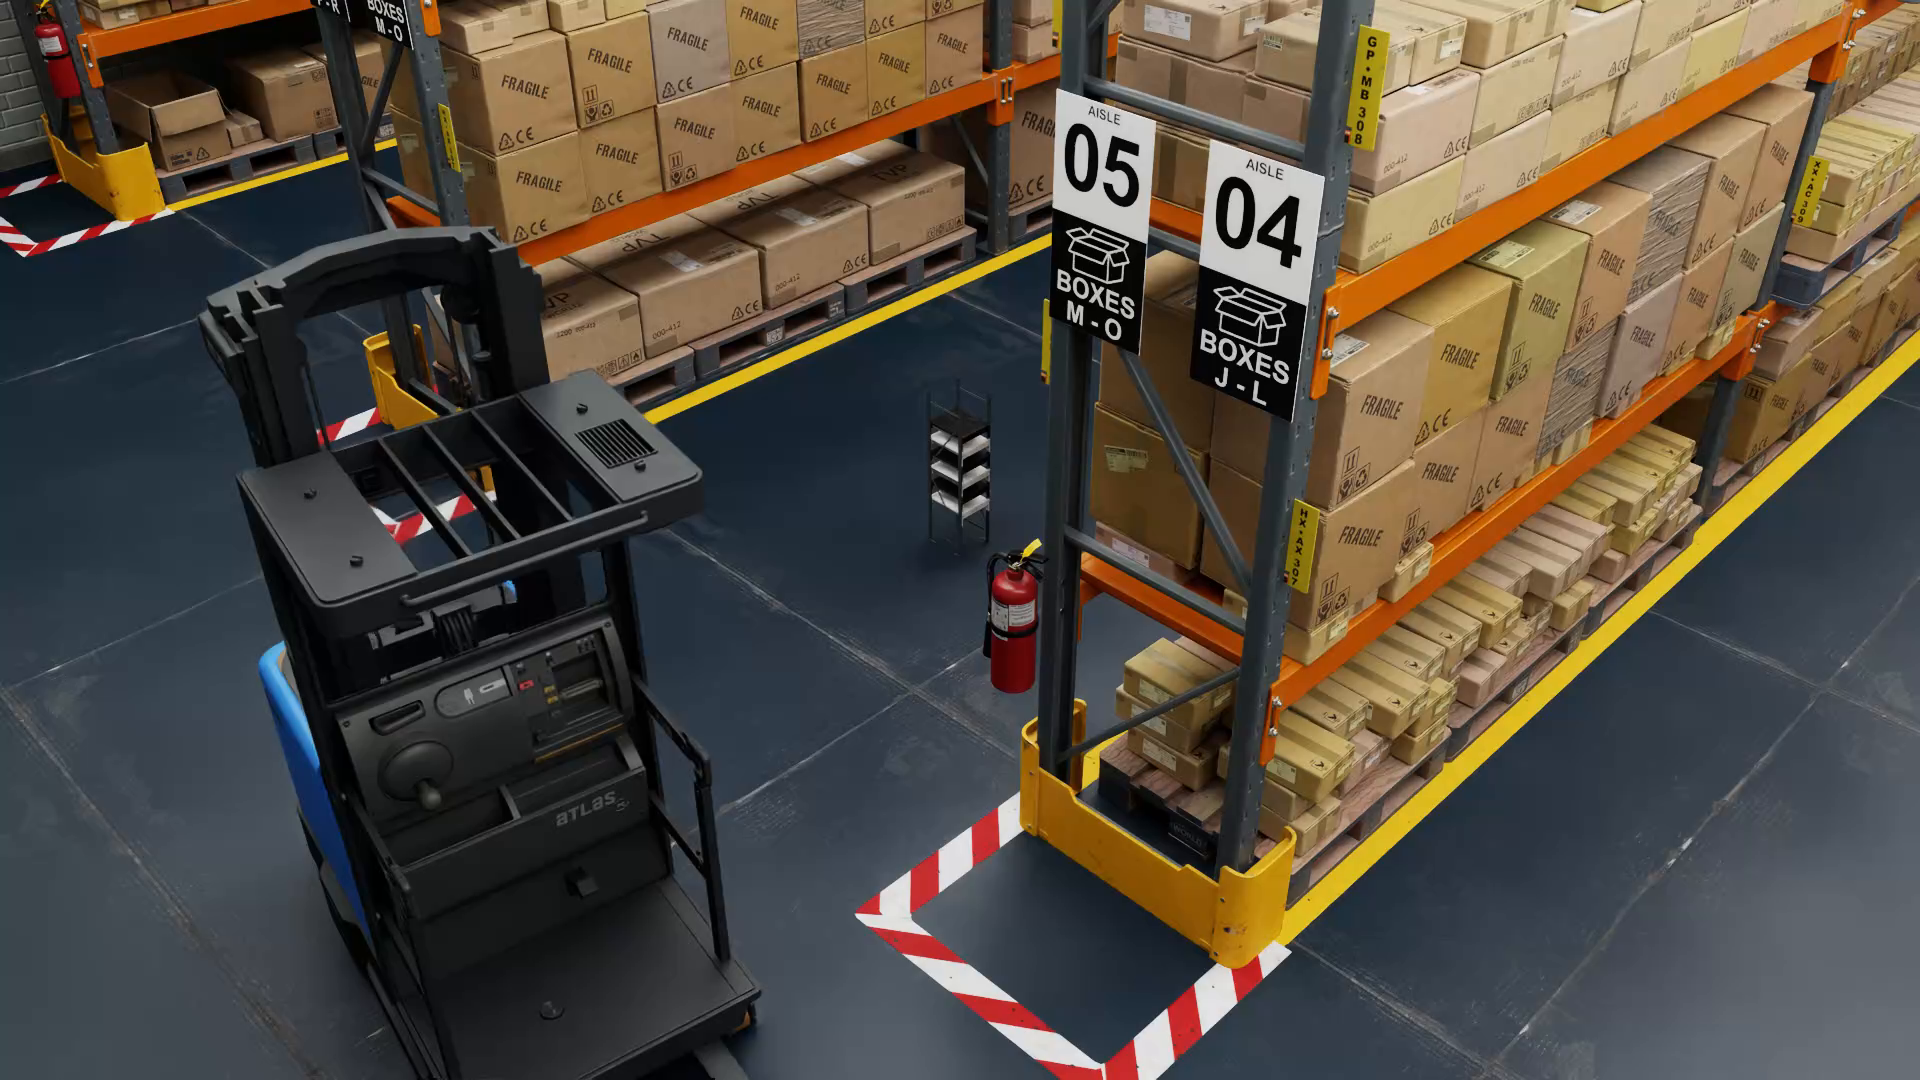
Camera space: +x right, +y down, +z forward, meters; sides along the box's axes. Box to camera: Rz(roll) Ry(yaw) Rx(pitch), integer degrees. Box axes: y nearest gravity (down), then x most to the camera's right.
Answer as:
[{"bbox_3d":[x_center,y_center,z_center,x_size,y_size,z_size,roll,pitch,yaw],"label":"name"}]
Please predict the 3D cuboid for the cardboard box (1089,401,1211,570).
[{"bbox_3d":[0.840,-0.292,6.189,0.500,0.500,0.500,-29,44,-35],"label":"cardboard box"}]

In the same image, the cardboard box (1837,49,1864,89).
[{"bbox_3d":[4.776,-2.660,9.265,0.380,0.149,0.250,29,44,35],"label":"cardboard box"}]

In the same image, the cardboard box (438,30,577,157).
[{"bbox_3d":[-2.338,-2.328,8.495,0.500,0.500,0.500,28,44,34],"label":"cardboard box"}]

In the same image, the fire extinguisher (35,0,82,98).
[{"bbox_3d":[-6.179,-3.365,11.337,0.296,0.674,0.183,30,45,35],"label":"fire extinguisher"}]

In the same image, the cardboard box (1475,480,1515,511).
[{"bbox_3d":[2.032,-0.296,6.763,0.380,0.149,0.250,29,44,34],"label":"cardboard box"}]

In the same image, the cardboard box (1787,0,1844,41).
[{"bbox_3d":[3.370,-2.327,6.964,0.500,0.250,0.500,-29,44,-35],"label":"cardboard box"}]

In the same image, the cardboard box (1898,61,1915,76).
[{"bbox_3d":[5.505,-2.840,10.044,0.250,0.149,0.380,-27,43,-33],"label":"cardboard box"}]

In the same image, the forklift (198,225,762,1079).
[{"bbox_3d":[-1.409,0.625,5.283,1.130,2.935,3.031,-22,40,-28],"label":"forklift"}]

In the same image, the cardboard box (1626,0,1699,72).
[{"bbox_3d":[2.286,-1.908,5.927,0.500,0.250,0.500,28,43,34],"label":"cardboard box"}]

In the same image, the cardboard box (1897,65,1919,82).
[{"bbox_3d":[5.226,-2.390,8.878,0.250,0.149,0.380,-28,44,-34],"label":"cardboard box"}]

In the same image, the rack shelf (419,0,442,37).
[{"bbox_3d":[-1.469,-3.544,9.207,1.077,0.370,4.000,30,45,35],"label":"rack shelf"}]

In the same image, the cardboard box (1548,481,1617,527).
[{"bbox_3d":[2.898,-0.166,7.962,0.250,0.149,0.380,-28,44,-34],"label":"cardboard box"}]

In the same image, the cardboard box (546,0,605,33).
[{"bbox_3d":[-2.033,-2.741,8.520,0.250,0.149,0.380,-28,44,-34],"label":"cardboard box"}]

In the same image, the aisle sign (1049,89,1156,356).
[{"bbox_3d":[0.441,-1.000,5.280,0.394,0.787,0.004,30,45,35],"label":"aisle sign"}]

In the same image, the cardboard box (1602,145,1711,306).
[{"bbox_3d":[2.654,-1.326,6.798,0.500,0.500,0.500,-29,44,-35],"label":"cardboard box"}]

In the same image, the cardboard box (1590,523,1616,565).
[{"bbox_3d":[2.923,-0.042,8.044,0.250,0.149,0.380,-29,44,-35],"label":"cardboard box"}]

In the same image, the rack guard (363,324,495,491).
[{"bbox_3d":[-2.895,-0.762,9.396,1.175,0.500,0.348,30,45,35],"label":"rack guard"}]

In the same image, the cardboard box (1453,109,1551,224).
[{"bbox_3d":[1.578,-1.303,5.495,0.500,0.250,0.500,-28,44,-34],"label":"cardboard box"}]

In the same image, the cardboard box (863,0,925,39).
[{"bbox_3d":[-0.560,-3.366,9.983,0.500,0.500,0.500,29,44,35],"label":"cardboard box"}]

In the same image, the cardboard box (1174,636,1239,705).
[{"bbox_3d":[1.117,0.515,6.986,0.250,0.149,0.380,-29,44,-35],"label":"cardboard box"}]

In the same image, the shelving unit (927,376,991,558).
[{"bbox_3d":[-0.006,-0.366,8.479,0.258,0.900,0.210,30,45,35],"label":"shelving unit"}]

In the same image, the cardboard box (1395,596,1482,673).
[{"bbox_3d":[2.011,0.381,7.177,0.250,0.149,0.380,-28,44,-34],"label":"cardboard box"}]

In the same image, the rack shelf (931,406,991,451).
[{"bbox_3d":[-0.006,-0.560,8.343,0.258,0.077,0.200,30,45,35],"label":"rack shelf"}]

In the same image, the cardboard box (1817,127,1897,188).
[{"bbox_3d":[4.320,-1.870,8.132,0.250,0.149,0.380,-29,44,-34],"label":"cardboard box"}]

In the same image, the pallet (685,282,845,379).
[{"bbox_3d":[-1.511,-1.502,10.710,1.003,0.211,1.213,30,45,35],"label":"pallet"}]

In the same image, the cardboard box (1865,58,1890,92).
[{"bbox_3d":[5.130,-2.742,9.643,0.380,0.149,0.250,30,45,35],"label":"cardboard box"}]

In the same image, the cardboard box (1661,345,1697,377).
[{"bbox_3d":[3.154,-0.920,7.657,0.250,0.149,0.380,-28,44,-34],"label":"cardboard box"}]

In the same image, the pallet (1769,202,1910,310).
[{"bbox_3d":[4.166,-1.639,8.637,1.003,0.211,1.213,30,45,35],"label":"pallet"}]

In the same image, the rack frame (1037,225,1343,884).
[{"bbox_3d":[0.706,0.157,5.893,1.000,3.000,0.127,30,45,35],"label":"rack frame"}]

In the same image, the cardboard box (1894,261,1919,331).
[{"bbox_3d":[5.696,-1.655,10.310,0.500,0.500,0.500,-28,44,-34],"label":"cardboard box"}]

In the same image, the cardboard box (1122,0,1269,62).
[{"bbox_3d":[0.731,-1.633,5.184,0.380,0.149,0.250,29,44,35],"label":"cardboard box"}]

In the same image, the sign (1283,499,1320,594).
[{"bbox_3d":[1.091,0.021,5.332,0.100,0.325,0.005,30,45,35],"label":"sign"}]

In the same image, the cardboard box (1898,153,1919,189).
[{"bbox_3d":[4.673,-1.949,8.505,0.380,0.149,0.250,28,43,34],"label":"cardboard box"}]

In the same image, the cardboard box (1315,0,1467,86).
[{"bbox_3d":[1.288,-1.516,5.016,0.250,0.149,0.380,-28,44,-34],"label":"cardboard box"}]

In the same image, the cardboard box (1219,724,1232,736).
[{"bbox_3d":[1.038,0.712,7.223,0.250,0.149,0.380,-28,44,-34],"label":"cardboard box"}]

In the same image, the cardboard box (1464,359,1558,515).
[{"bbox_3d":[1.931,-0.498,6.485,0.500,0.500,0.500,-29,44,-35],"label":"cardboard box"}]

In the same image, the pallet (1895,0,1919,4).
[{"bbox_3d":[4.035,-2.827,7.715,1.213,0.211,1.003,30,45,35],"label":"pallet"}]

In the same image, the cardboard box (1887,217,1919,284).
[{"bbox_3d":[5.329,-1.752,9.793,0.500,0.250,0.500,-29,44,-35],"label":"cardboard box"}]

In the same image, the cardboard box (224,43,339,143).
[{"bbox_3d":[-5.275,-3.484,12.932,0.500,0.500,0.700,-28,44,-34],"label":"cardboard box"}]

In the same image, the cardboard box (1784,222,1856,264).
[{"bbox_3d":[4.128,-1.510,8.136,0.380,0.149,0.250,27,43,33],"label":"cardboard box"}]

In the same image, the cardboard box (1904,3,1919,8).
[{"bbox_3d":[5.692,-3.184,10.016,0.380,0.149,0.250,28,44,34],"label":"cardboard box"}]

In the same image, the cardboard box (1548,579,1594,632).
[{"bbox_3d":[2.760,0.247,7.889,0.380,0.149,0.250,29,44,35],"label":"cardboard box"}]

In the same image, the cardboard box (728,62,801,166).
[{"bbox_3d":[-1.287,-2.543,9.677,0.500,0.500,0.500,-28,44,-34],"label":"cardboard box"}]

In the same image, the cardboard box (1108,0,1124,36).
[{"bbox_3d":[0.801,-3.642,11.471,0.500,0.250,0.500,28,44,34],"label":"cardboard box"}]

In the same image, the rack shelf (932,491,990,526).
[{"bbox_3d":[-0.006,-0.191,8.601,0.258,0.077,0.200,30,45,35],"label":"rack shelf"}]

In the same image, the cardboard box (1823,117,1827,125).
[{"bbox_3d":[4.579,-2.307,9.279,0.250,0.149,0.380,-28,43,-34],"label":"cardboard box"}]

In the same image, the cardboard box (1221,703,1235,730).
[{"bbox_3d":[1.097,0.619,7.096,0.380,0.149,0.250,28,44,34],"label":"cardboard box"}]

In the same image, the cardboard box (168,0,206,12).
[{"bbox_3d":[-5.670,-3.958,12.013,0.380,0.149,0.250,29,44,35],"label":"cardboard box"}]

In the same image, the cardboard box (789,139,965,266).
[{"bbox_3d":[-0.578,-2.330,11.332,0.875,0.438,0.875,29,44,35],"label":"cardboard box"}]

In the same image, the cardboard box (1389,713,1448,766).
[{"bbox_3d":[1.856,0.768,7.142,0.250,0.149,0.380,-29,44,-35],"label":"cardboard box"}]

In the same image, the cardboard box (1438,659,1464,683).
[{"bbox_3d":[1.977,0.493,7.276,0.380,0.149,0.250,27,43,33],"label":"cardboard box"}]
